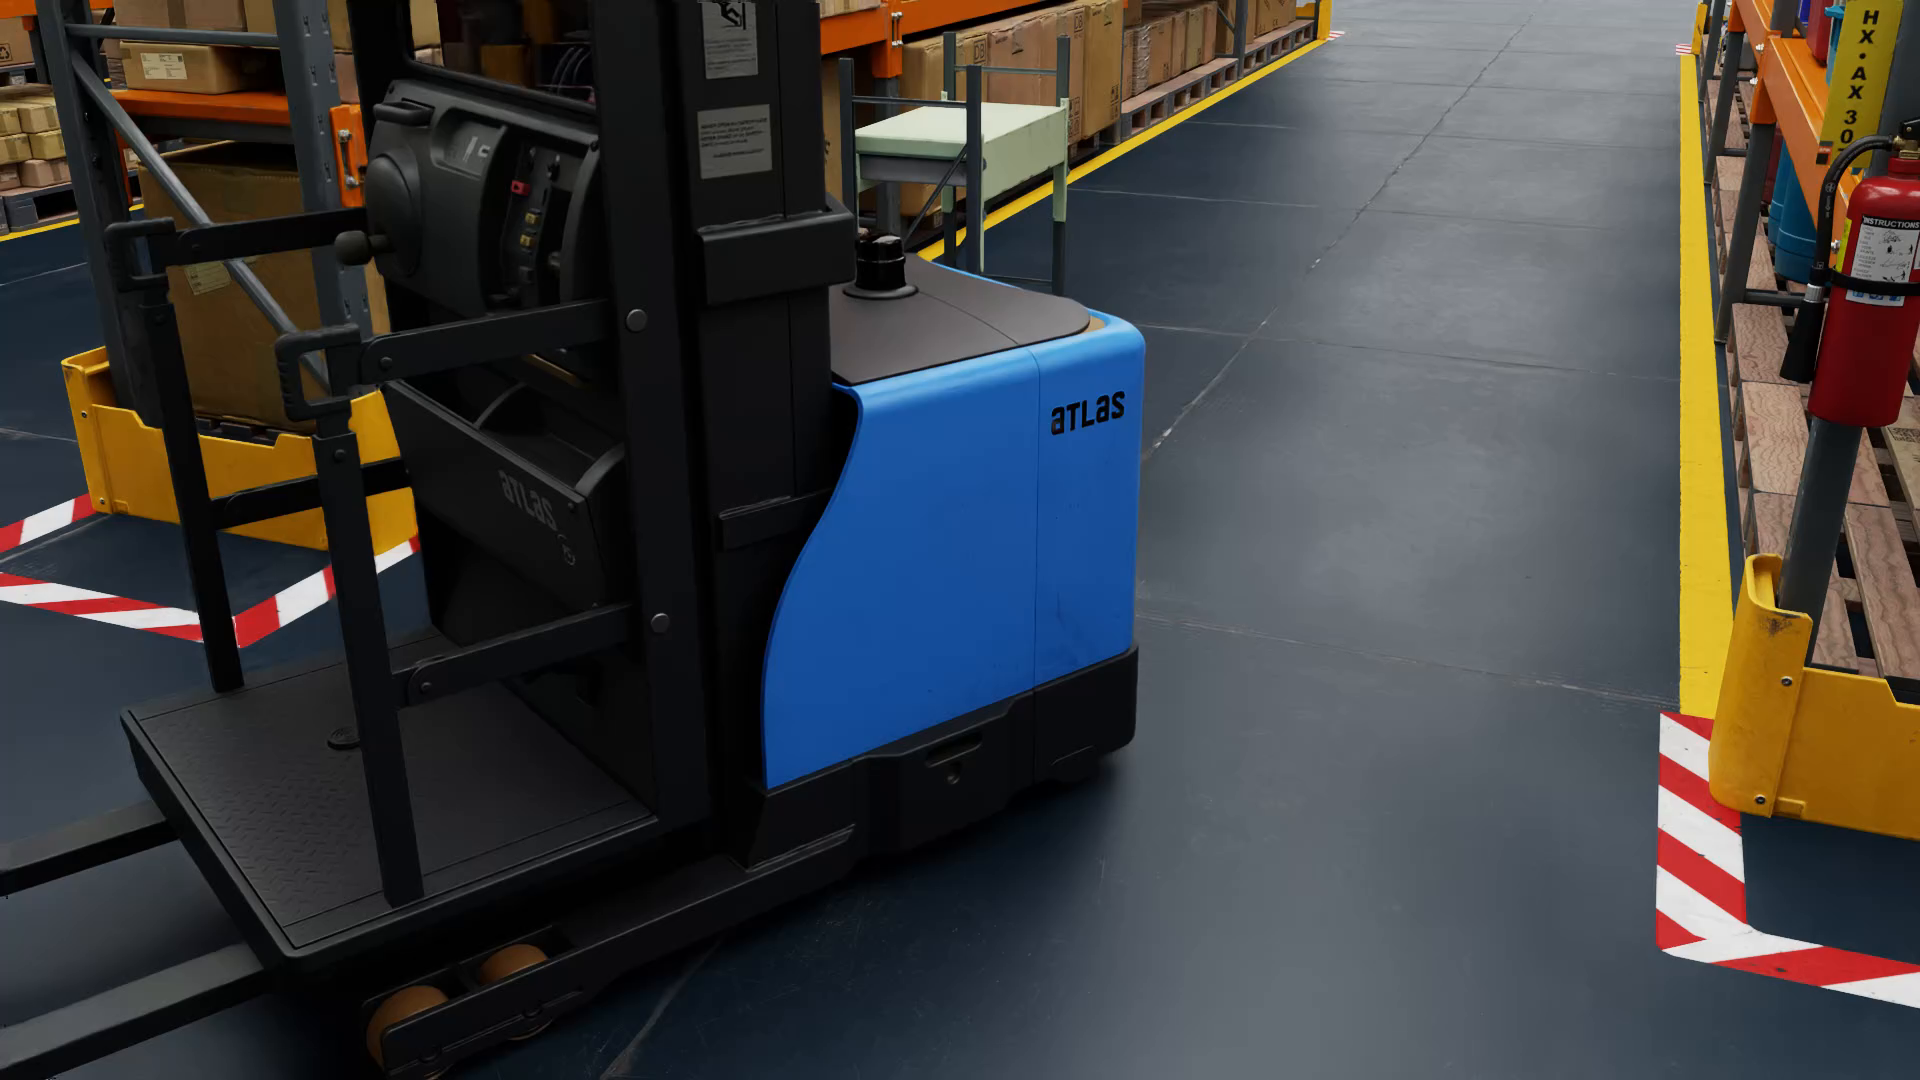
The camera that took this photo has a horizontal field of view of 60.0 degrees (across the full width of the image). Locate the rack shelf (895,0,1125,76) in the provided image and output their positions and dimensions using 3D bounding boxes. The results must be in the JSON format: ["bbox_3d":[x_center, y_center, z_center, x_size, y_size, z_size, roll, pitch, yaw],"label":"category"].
[{"bbox_3d":[-0.053,-3.289,10.165,1.077,0.370,4.000,9,24,20],"label":"rack shelf"}]

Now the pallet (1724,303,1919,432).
[{"bbox_3d":[3.565,-0.640,6.509,1.003,0.211,1.213,9,24,20],"label":"pallet"}]

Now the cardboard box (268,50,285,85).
[{"bbox_3d":[-2.360,-1.625,5.575,0.380,0.149,0.250,9,24,21],"label":"cardboard box"}]

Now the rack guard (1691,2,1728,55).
[{"bbox_3d":[8.275,-5.303,17.296,1.175,0.500,0.348,9,24,20],"label":"rack guard"}]

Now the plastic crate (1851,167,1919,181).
[{"bbox_3d":[2.268,-0.955,3.520,0.616,0.435,0.499,9,24,20],"label":"plastic crate"}]

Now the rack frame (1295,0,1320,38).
[{"bbox_3d":[3.661,-7.199,18.593,1.000,3.000,0.127,9,24,20],"label":"rack frame"}]

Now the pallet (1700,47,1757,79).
[{"bbox_3d":[7.514,-4.444,15.616,1.003,0.211,1.213,9,24,20],"label":"pallet"}]

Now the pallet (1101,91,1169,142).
[{"bbox_3d":[0.981,-3.329,12.946,1.003,0.211,1.213,9,24,20],"label":"pallet"}]

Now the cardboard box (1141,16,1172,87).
[{"bbox_3d":[1.318,-4.033,13.685,0.700,0.500,0.500,11,25,24],"label":"cardboard box"}]

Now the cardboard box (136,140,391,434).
[{"bbox_3d":[-2.119,-0.927,5.790,0.875,0.875,0.875,9,24,20],"label":"cardboard box"}]

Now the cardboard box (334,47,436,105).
[{"bbox_3d":[-1.844,-1.437,5.125,0.380,0.149,0.250,9,24,21],"label":"cardboard box"}]

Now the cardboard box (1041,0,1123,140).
[{"bbox_3d":[0.414,-3.306,11.484,1.225,0.875,0.875,8,24,18],"label":"cardboard box"}]

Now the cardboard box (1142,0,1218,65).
[{"bbox_3d":[1.927,-4.601,15.045,0.700,0.500,0.500,7,24,16],"label":"cardboard box"}]

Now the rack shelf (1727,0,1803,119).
[{"bbox_3d":[4.545,-2.579,8.467,1.077,0.370,4.000,9,24,20],"label":"rack shelf"}]

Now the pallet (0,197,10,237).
[{"bbox_3d":[-6.032,-1.681,9.000,1.003,0.211,1.213,9,24,20],"label":"pallet"}]

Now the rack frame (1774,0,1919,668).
[{"bbox_3d":[2.317,-0.764,3.188,1.000,3.000,0.127,9,24,20],"label":"rack frame"}]

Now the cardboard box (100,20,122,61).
[{"bbox_3d":[-5.322,-3.340,11.080,0.500,0.250,0.500,8,24,19],"label":"cardboard box"}]

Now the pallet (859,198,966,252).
[{"bbox_3d":[-0.580,-1.905,9.537,1.003,0.211,1.213,9,24,20],"label":"pallet"}]

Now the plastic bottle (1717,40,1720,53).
[{"bbox_3d":[7.096,-4.604,15.439,0.097,0.201,0.097,0,23,0],"label":"plastic bottle"}]

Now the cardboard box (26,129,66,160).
[{"bbox_3d":[-5.358,-2.311,9.660,0.380,0.149,0.250,8,24,18],"label":"cardboard box"}]

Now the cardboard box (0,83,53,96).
[{"bbox_3d":[-5.684,-2.710,10.229,0.380,0.149,0.250,10,25,22],"label":"cardboard box"}]

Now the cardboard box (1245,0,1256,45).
[{"bbox_3d":[2.567,-5.151,16.389,0.500,0.500,0.500,18,29,37],"label":"cardboard box"}]

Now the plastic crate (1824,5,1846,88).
[{"bbox_3d":[2.841,-1.486,5.056,0.416,0.233,0.300,9,24,20],"label":"plastic crate"}]

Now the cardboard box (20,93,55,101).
[{"bbox_3d":[-5.312,-2.542,9.826,0.380,0.149,0.250,9,24,21],"label":"cardboard box"}]

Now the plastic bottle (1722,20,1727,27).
[{"bbox_3d":[7.196,-4.757,15.700,0.061,0.283,0.133,9,24,21],"label":"plastic bottle"}]

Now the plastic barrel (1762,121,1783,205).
[{"bbox_3d":[4.703,-2.127,9.033,0.600,0.588,0.708,9,24,20],"label":"plastic barrel"}]

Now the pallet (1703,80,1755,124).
[{"bbox_3d":[6.518,-3.485,13.320,1.003,0.211,1.213,9,24,20],"label":"pallet"}]

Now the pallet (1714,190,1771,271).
[{"bbox_3d":[4.579,-1.617,8.848,1.003,0.211,1.213,9,24,20],"label":"pallet"}]

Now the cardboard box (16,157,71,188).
[{"bbox_3d":[-5.406,-2.155,9.672,0.380,0.149,0.250,8,24,18],"label":"cardboard box"}]

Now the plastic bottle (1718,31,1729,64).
[{"bbox_3d":[6.817,-4.380,14.709,0.144,0.351,0.185,8,24,17],"label":"plastic bottle"}]

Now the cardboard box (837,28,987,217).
[{"bbox_3d":[-0.577,-2.350,9.196,1.225,0.875,0.875,9,24,20],"label":"cardboard box"}]

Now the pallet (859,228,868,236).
[{"bbox_3d":[-1.151,-1.357,8.225,1.003,0.211,1.213,9,24,20],"label":"pallet"}]

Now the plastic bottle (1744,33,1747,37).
[{"bbox_3d":[6.964,-4.333,14.694,0.152,0.276,0.135,9,24,20],"label":"plastic bottle"}]

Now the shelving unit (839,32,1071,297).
[{"bbox_3d":[0.002,-0.694,4.967,0.431,1.500,0.755,9,24,20],"label":"shelving unit"}]

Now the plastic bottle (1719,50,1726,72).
[{"bbox_3d":[6.619,-4.145,14.341,0.097,0.201,0.097,0,23,0],"label":"plastic bottle"}]

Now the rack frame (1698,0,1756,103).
[{"bbox_3d":[6.774,-5.058,13.469,1.000,3.000,0.127,9,24,20],"label":"rack frame"}]

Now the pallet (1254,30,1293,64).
[{"bbox_3d":[2.844,-5.164,17.340,1.003,0.211,1.213,9,24,20],"label":"pallet"}]

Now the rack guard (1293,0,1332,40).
[{"bbox_3d":[3.633,-6.018,19.010,1.175,0.500,0.348,9,24,20],"label":"rack guard"}]

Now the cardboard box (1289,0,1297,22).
[{"bbox_3d":[3.414,-6.018,18.465,0.500,0.500,0.500,14,26,30],"label":"cardboard box"}]

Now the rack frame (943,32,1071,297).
[{"bbox_3d":[0.138,-0.825,5.280,0.400,1.500,0.023,9,24,20],"label":"rack frame"}]

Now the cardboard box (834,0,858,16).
[{"bbox_3d":[-0.701,-2.540,7.766,0.380,0.149,0.250,9,24,21],"label":"cardboard box"}]

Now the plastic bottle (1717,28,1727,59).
[{"bbox_3d":[7.001,-4.518,15.138,0.152,0.276,0.135,9,24,21],"label":"plastic bottle"}]

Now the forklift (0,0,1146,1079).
[{"bbox_3d":[-1.051,-0.619,2.930,3.031,2.935,1.130,-17,28,-35],"label":"forklift"}]

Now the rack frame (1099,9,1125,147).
[{"bbox_3d":[0.690,-4.336,11.739,1.000,3.000,0.127,9,24,20],"label":"rack frame"}]
